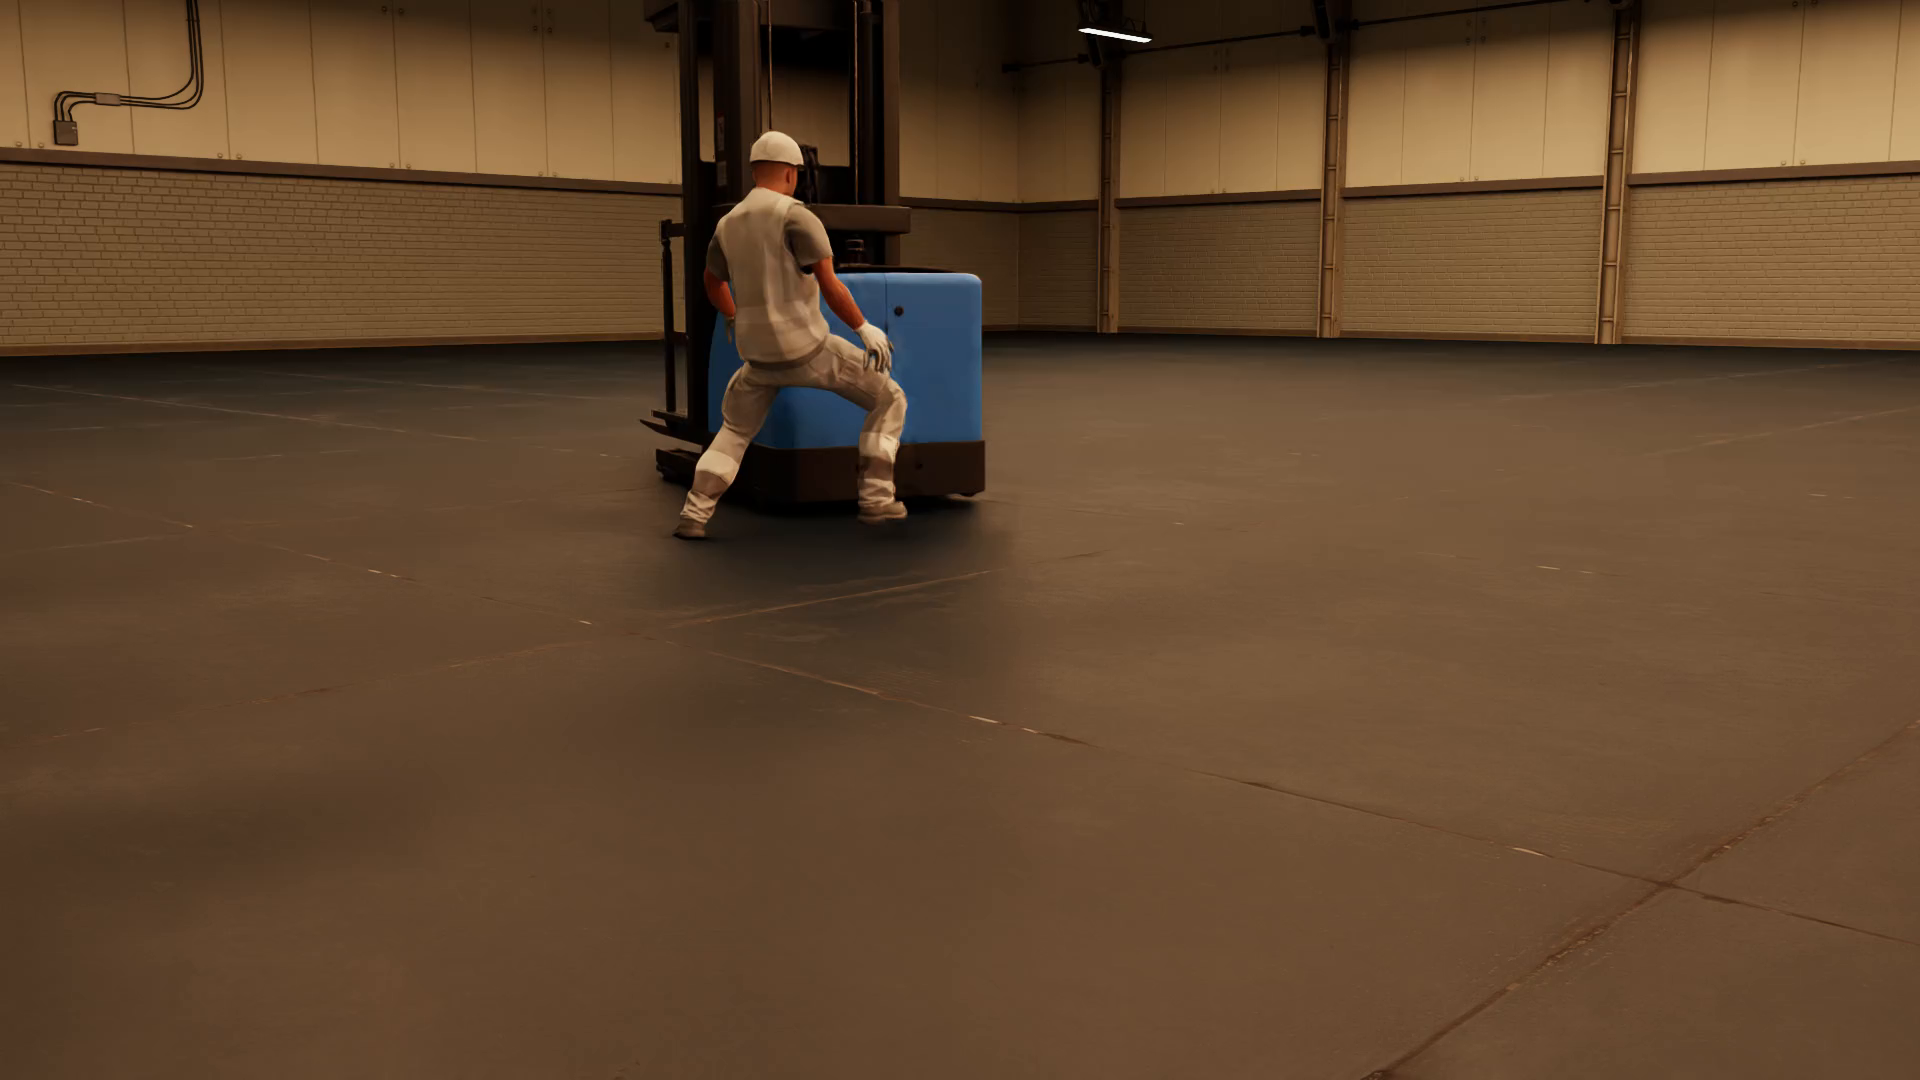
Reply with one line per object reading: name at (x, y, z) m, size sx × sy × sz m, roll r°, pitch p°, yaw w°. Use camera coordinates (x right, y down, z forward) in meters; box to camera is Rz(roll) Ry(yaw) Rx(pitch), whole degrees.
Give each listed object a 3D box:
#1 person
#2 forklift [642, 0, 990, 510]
person at (-0.759, -0.825, 6.709) m, size 0.985 × 1.659 × 0.640 m, roll 8°, pitch 11°, yaw 41°
forklift at (-0.951, -1.765, 8.594) m, size 1.130 × 2.935 × 3.031 m, roll -4°, pitch 9°, yaw -25°
